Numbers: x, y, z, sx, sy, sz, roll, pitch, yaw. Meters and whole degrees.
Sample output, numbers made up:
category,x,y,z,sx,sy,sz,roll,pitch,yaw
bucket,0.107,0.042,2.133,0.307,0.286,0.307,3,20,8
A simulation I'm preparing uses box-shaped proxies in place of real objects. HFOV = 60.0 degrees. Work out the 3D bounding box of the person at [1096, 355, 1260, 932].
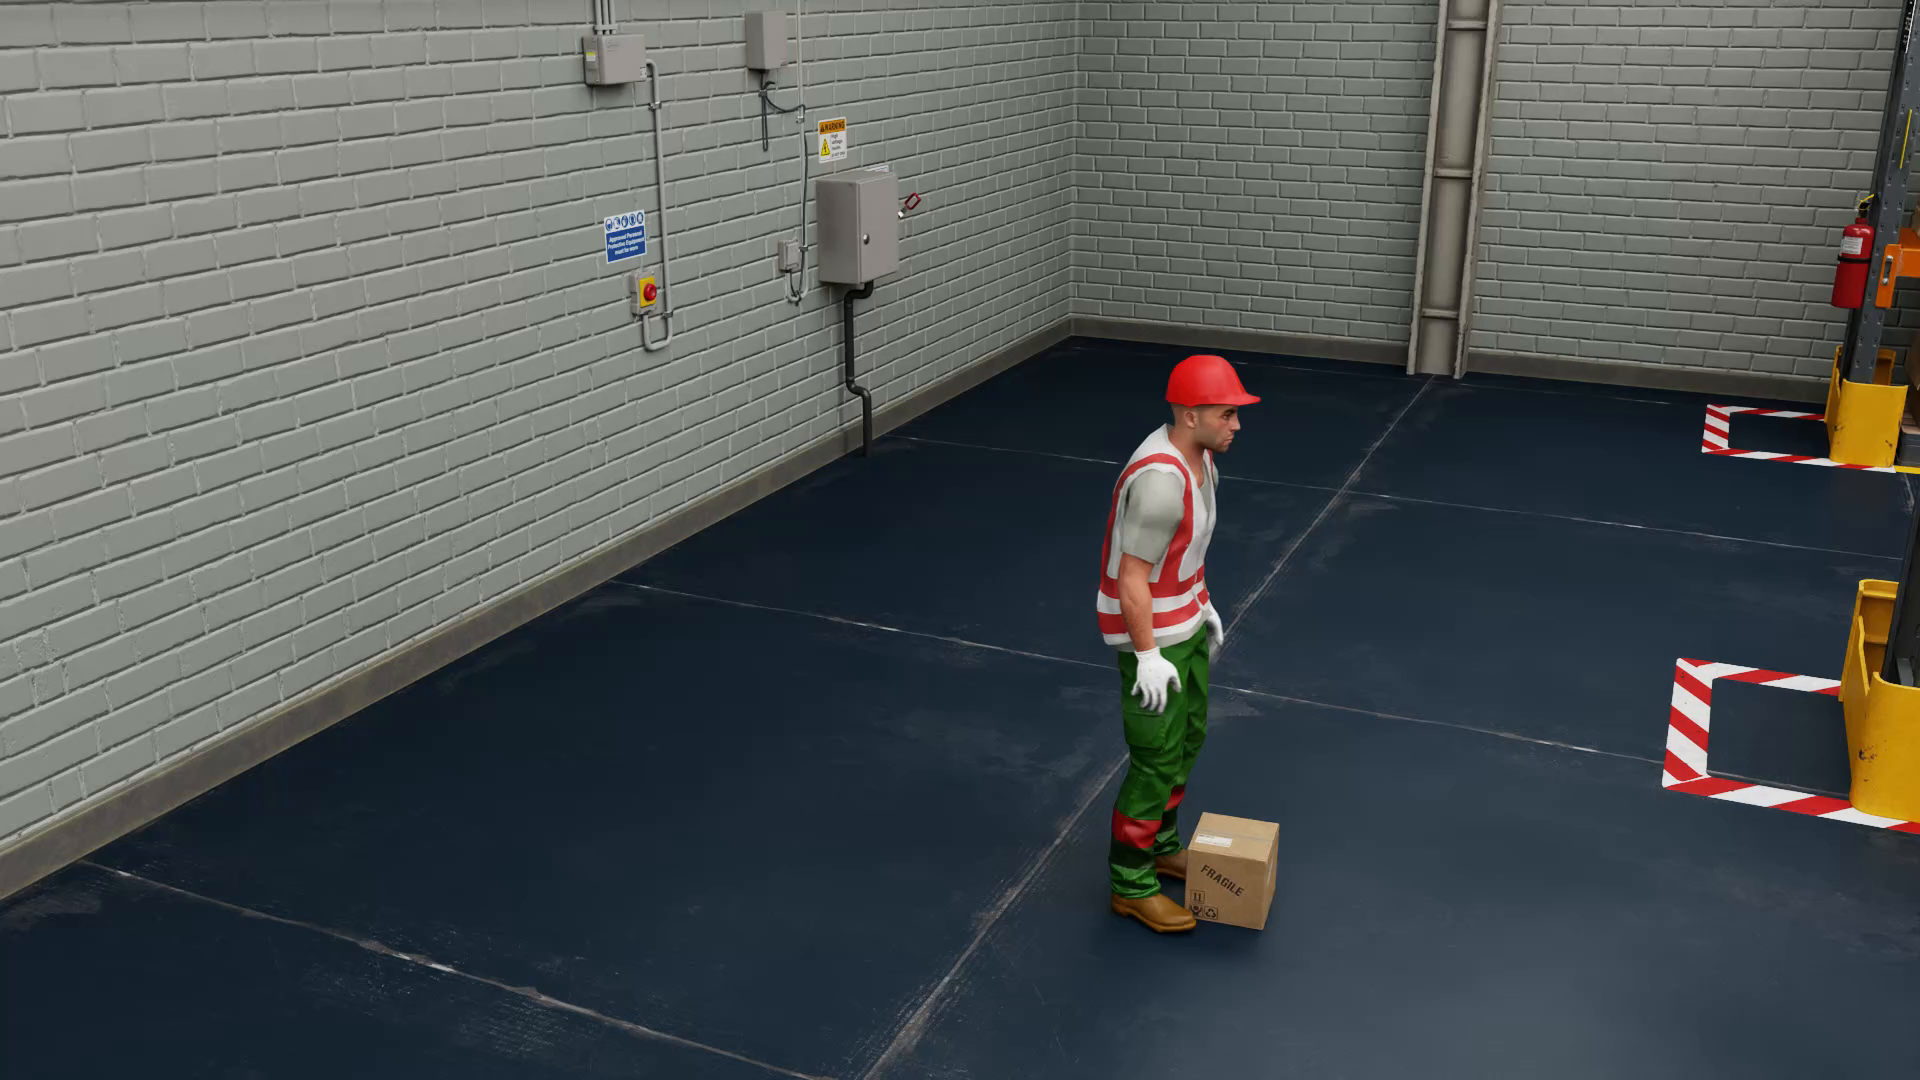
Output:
category,x,y,z,sx,sy,sz,roll,pitch,yaw
person,0.660,0.301,5.157,0.448,1.779,0.610,8,21,23
